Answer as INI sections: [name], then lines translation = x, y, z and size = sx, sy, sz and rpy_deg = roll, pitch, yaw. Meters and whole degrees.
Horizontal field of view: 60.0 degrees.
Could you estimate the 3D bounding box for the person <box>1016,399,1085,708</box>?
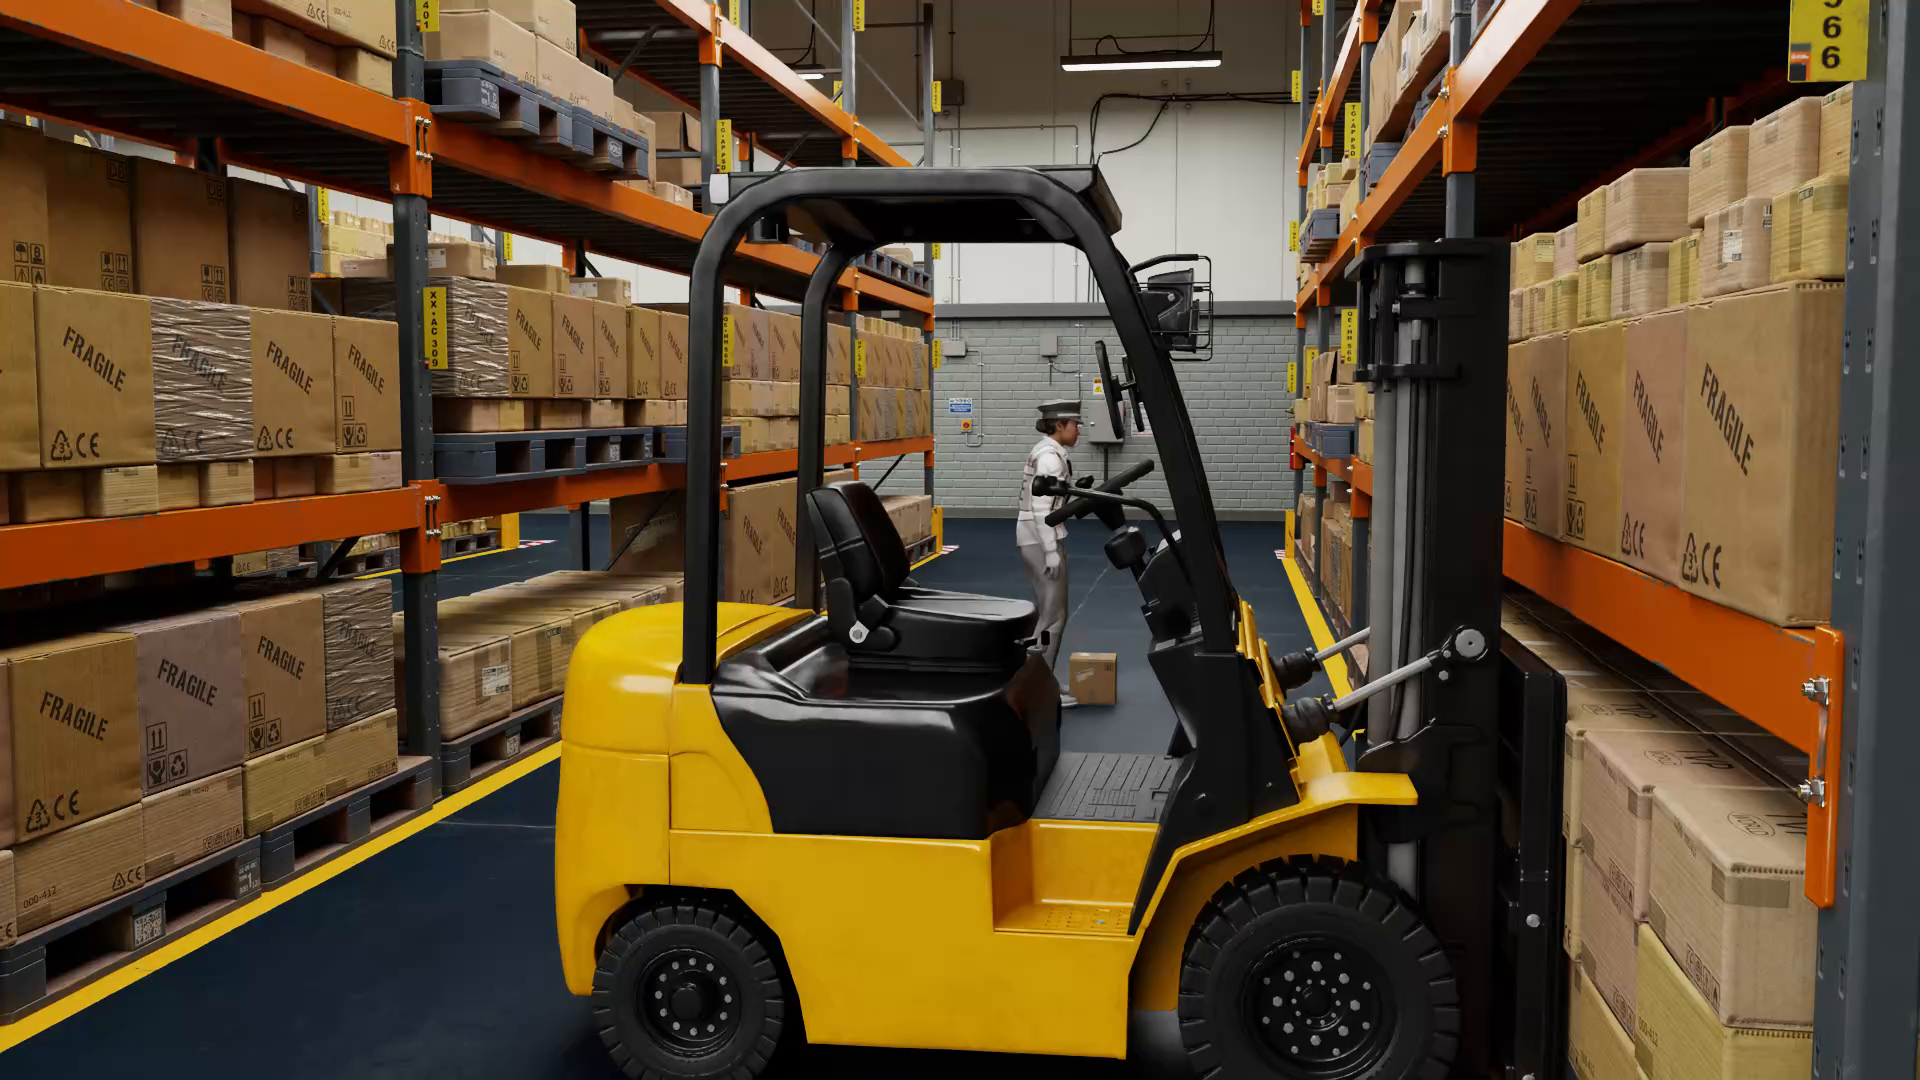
[person]
translation = 0.494, 0.059, 9.148
size = 0.375, 1.662, 0.531
rpy_deg = 0, 5, 6
